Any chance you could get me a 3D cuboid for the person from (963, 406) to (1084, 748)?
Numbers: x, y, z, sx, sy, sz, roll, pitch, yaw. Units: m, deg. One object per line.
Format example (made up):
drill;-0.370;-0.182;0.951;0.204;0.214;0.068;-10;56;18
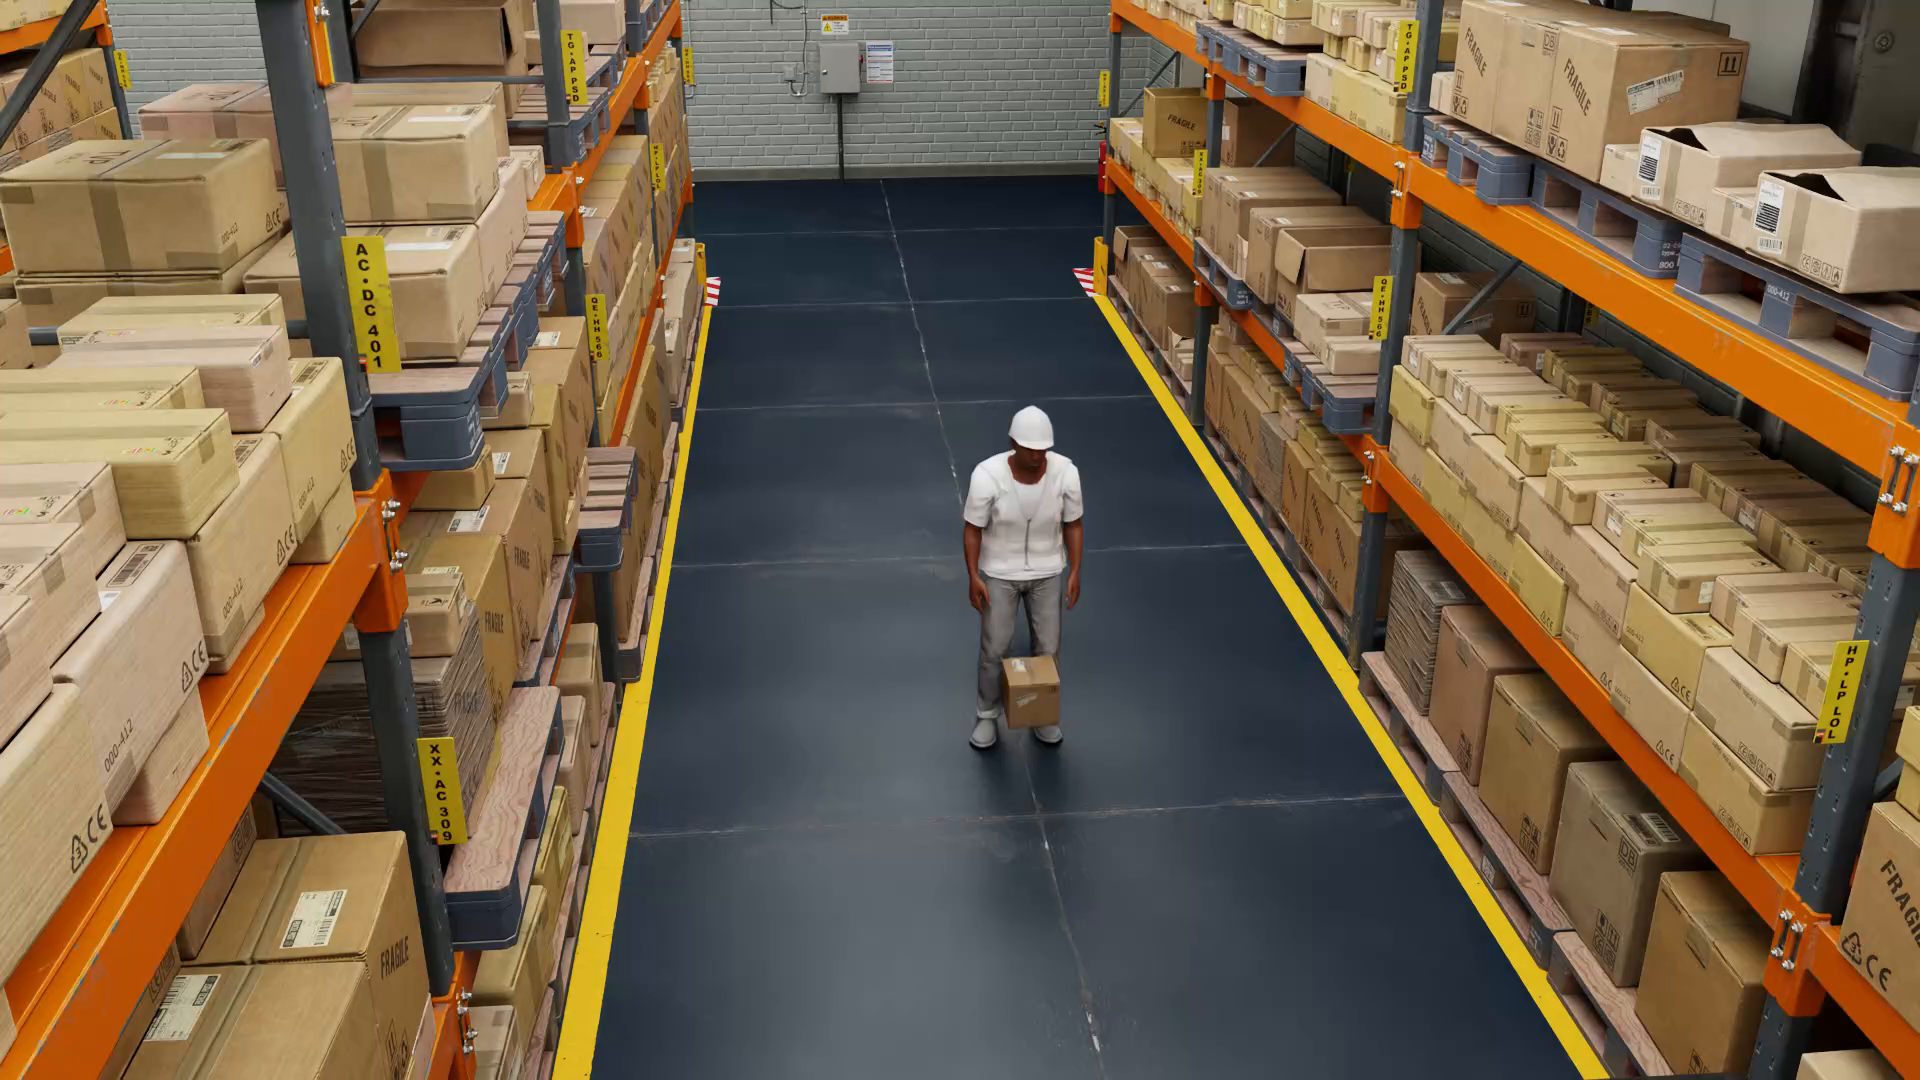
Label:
person;0.314;0.171;8.182;0.598;1.763;0.439;-3;24;-7
